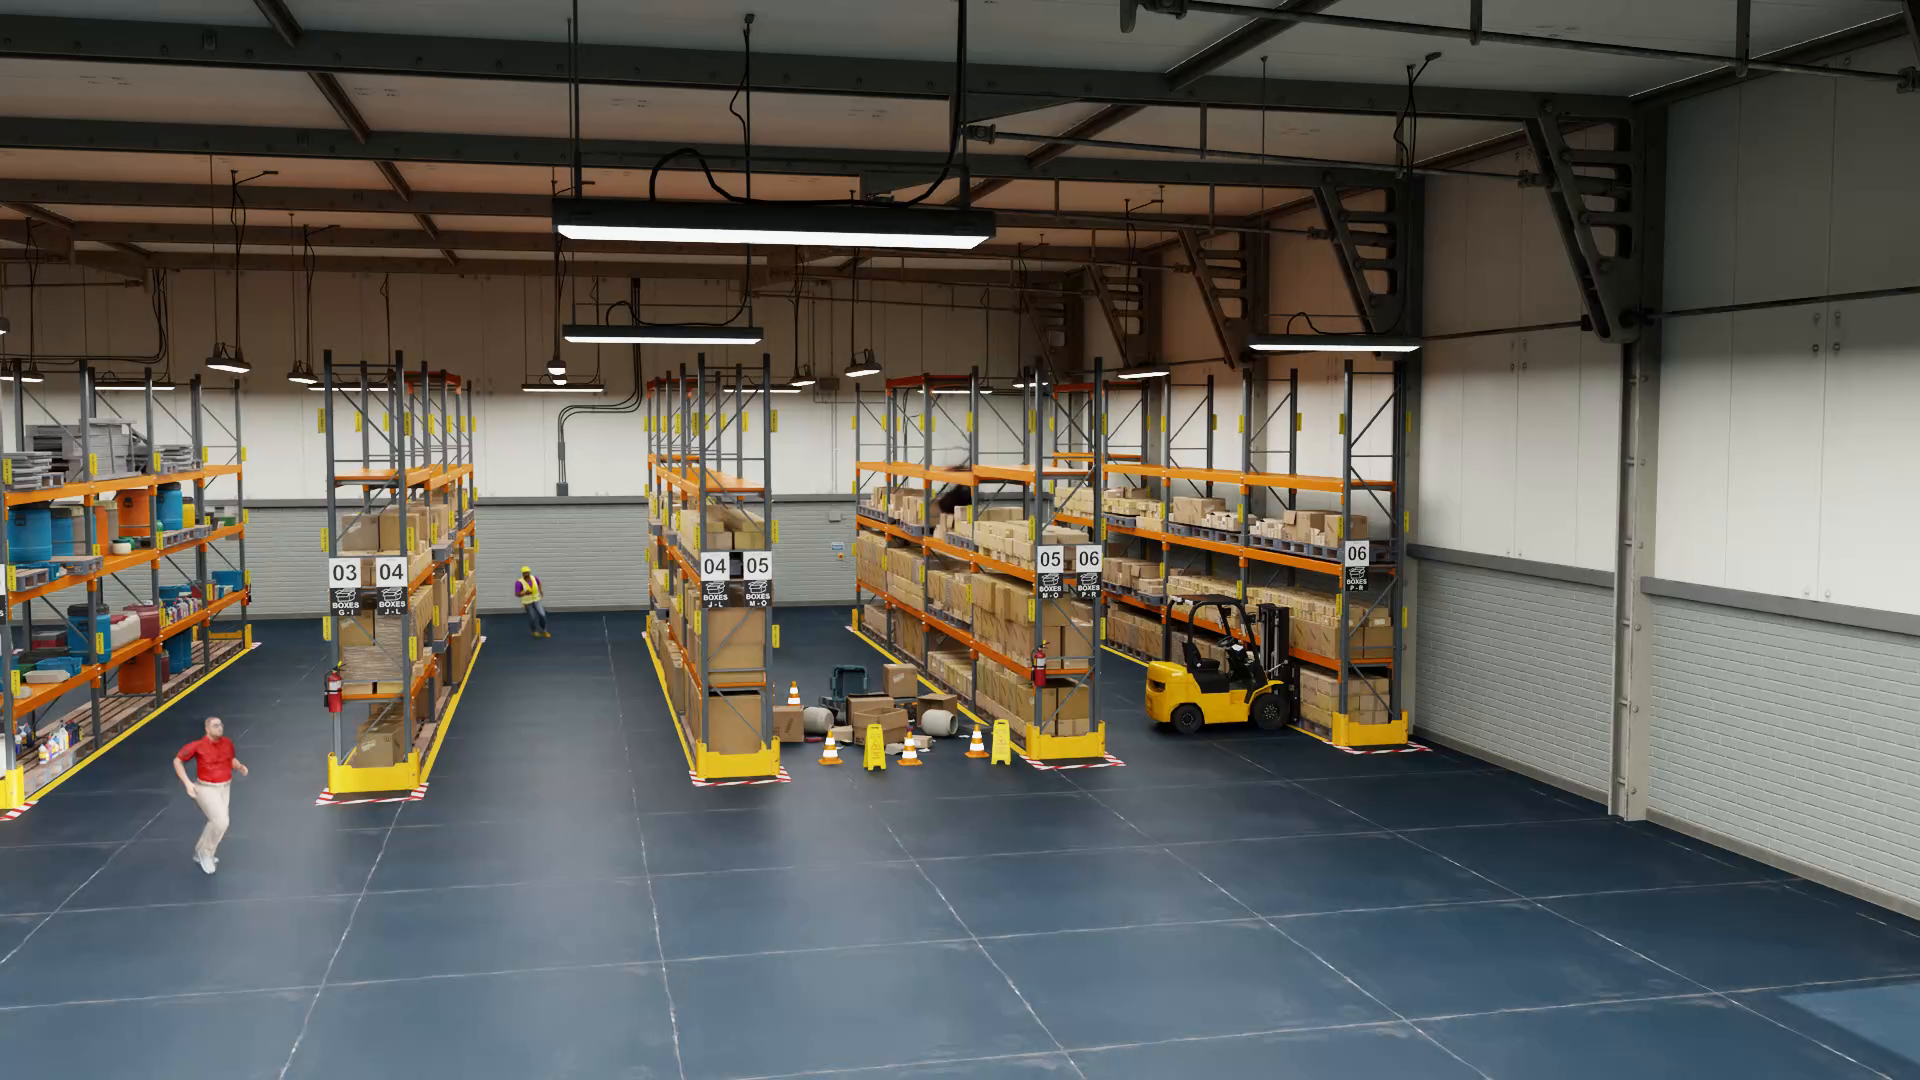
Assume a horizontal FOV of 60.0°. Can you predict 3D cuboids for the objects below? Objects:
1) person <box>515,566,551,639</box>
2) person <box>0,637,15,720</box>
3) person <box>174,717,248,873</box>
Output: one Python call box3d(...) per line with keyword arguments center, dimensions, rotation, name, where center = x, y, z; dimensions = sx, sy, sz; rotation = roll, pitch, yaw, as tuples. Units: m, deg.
box3d(center=(-9.967, 1.456, 38.716), dimensions=(0.822, 1.728, 0.751), rotation=(-3, 5, -35), name="person")
box3d(center=(-15.914, 2.215, 27.378), dimensions=(0.670, 1.786, 0.882), rotation=(0, 4, -5), name="person")
box3d(center=(-8.364, 2.863, 18.718), dimensions=(0.703, 1.756, 0.653), rotation=(1, 4, 19), name="person")
